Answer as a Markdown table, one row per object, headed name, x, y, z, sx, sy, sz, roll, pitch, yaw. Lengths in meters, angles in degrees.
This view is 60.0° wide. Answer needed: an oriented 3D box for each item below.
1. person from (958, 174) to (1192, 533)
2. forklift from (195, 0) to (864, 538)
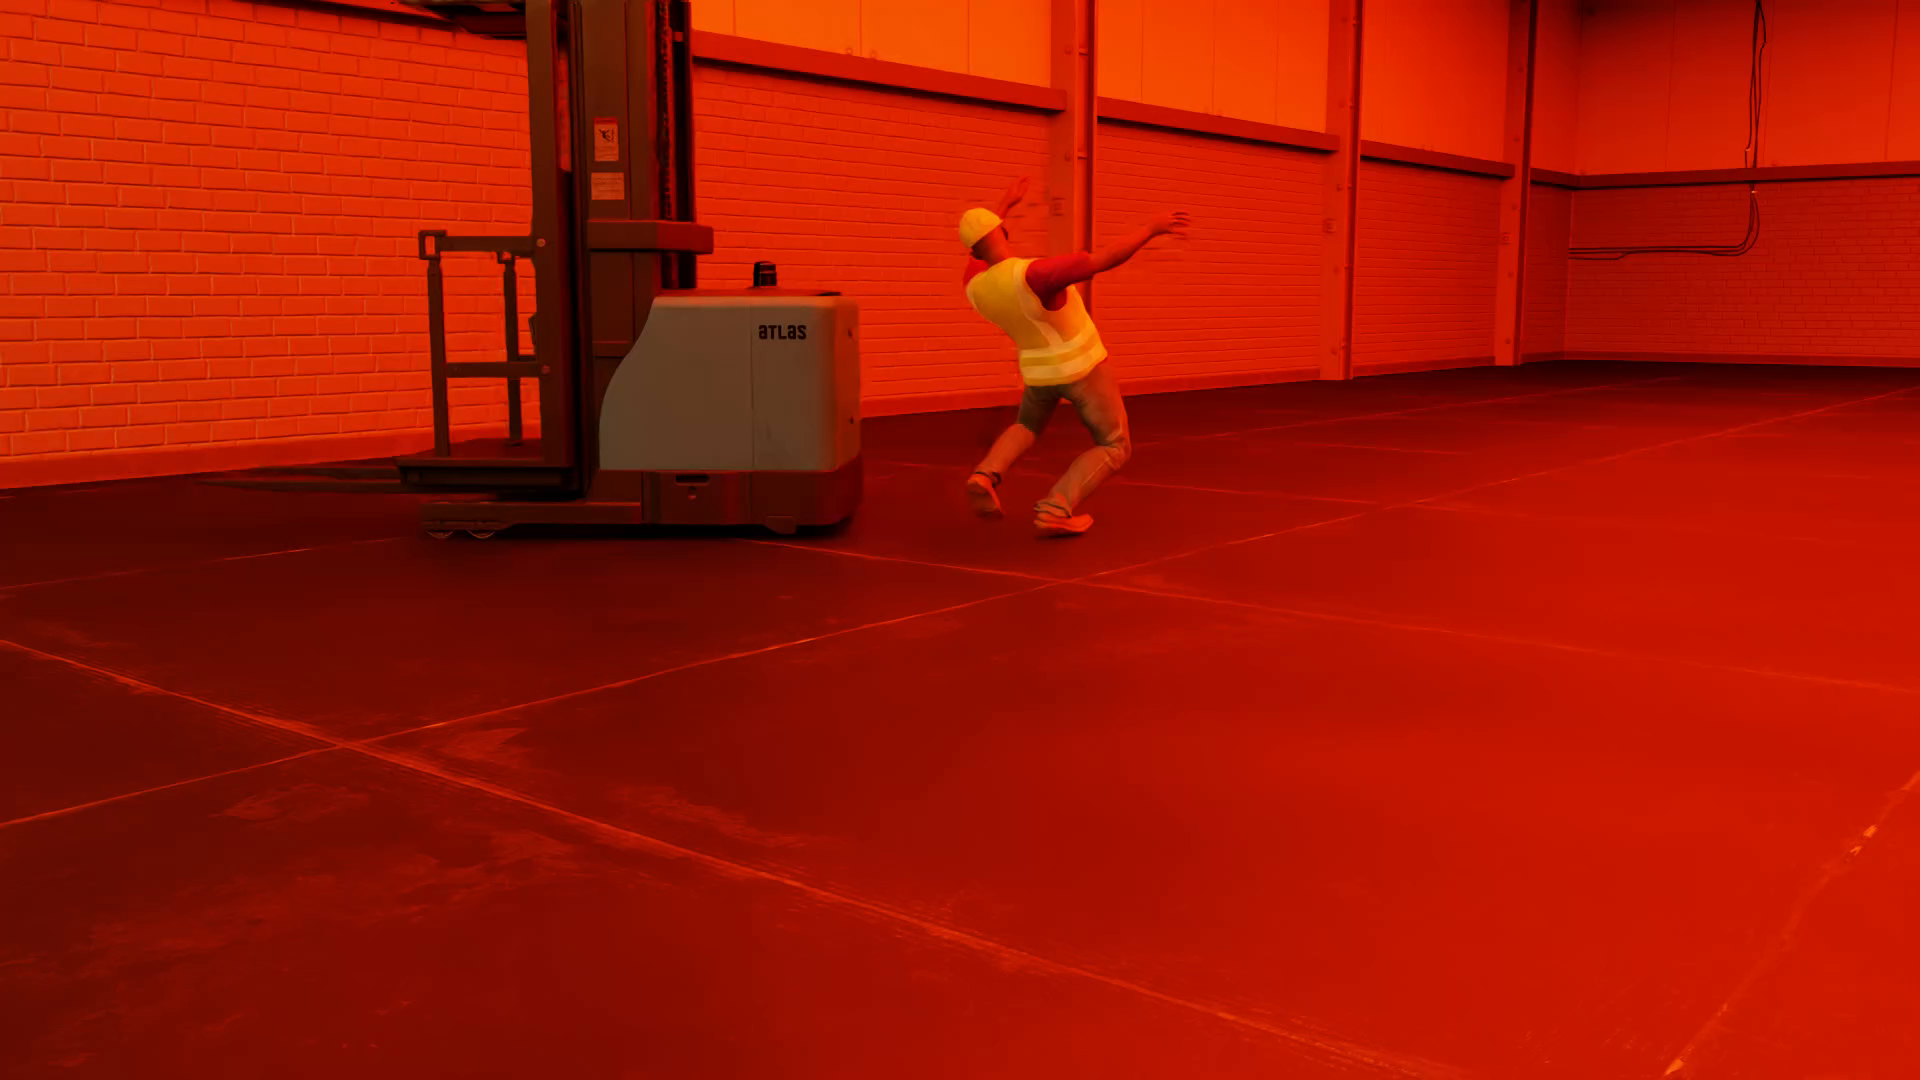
| name | x | y | z | sx | sy | sz | roll | pitch | yaw |
| --- | --- | --- | --- | --- | --- | --- | --- | --- | --- |
| person | 0.436 | -0.839 | 7.430 | 1.085 | 1.628 | 0.707 | 8 | 11 | 43 |
| forklift | -2.018 | -1.533 | 7.761 | 3.031 | 2.935 | 1.130 | 1 | 8 | 4 |
